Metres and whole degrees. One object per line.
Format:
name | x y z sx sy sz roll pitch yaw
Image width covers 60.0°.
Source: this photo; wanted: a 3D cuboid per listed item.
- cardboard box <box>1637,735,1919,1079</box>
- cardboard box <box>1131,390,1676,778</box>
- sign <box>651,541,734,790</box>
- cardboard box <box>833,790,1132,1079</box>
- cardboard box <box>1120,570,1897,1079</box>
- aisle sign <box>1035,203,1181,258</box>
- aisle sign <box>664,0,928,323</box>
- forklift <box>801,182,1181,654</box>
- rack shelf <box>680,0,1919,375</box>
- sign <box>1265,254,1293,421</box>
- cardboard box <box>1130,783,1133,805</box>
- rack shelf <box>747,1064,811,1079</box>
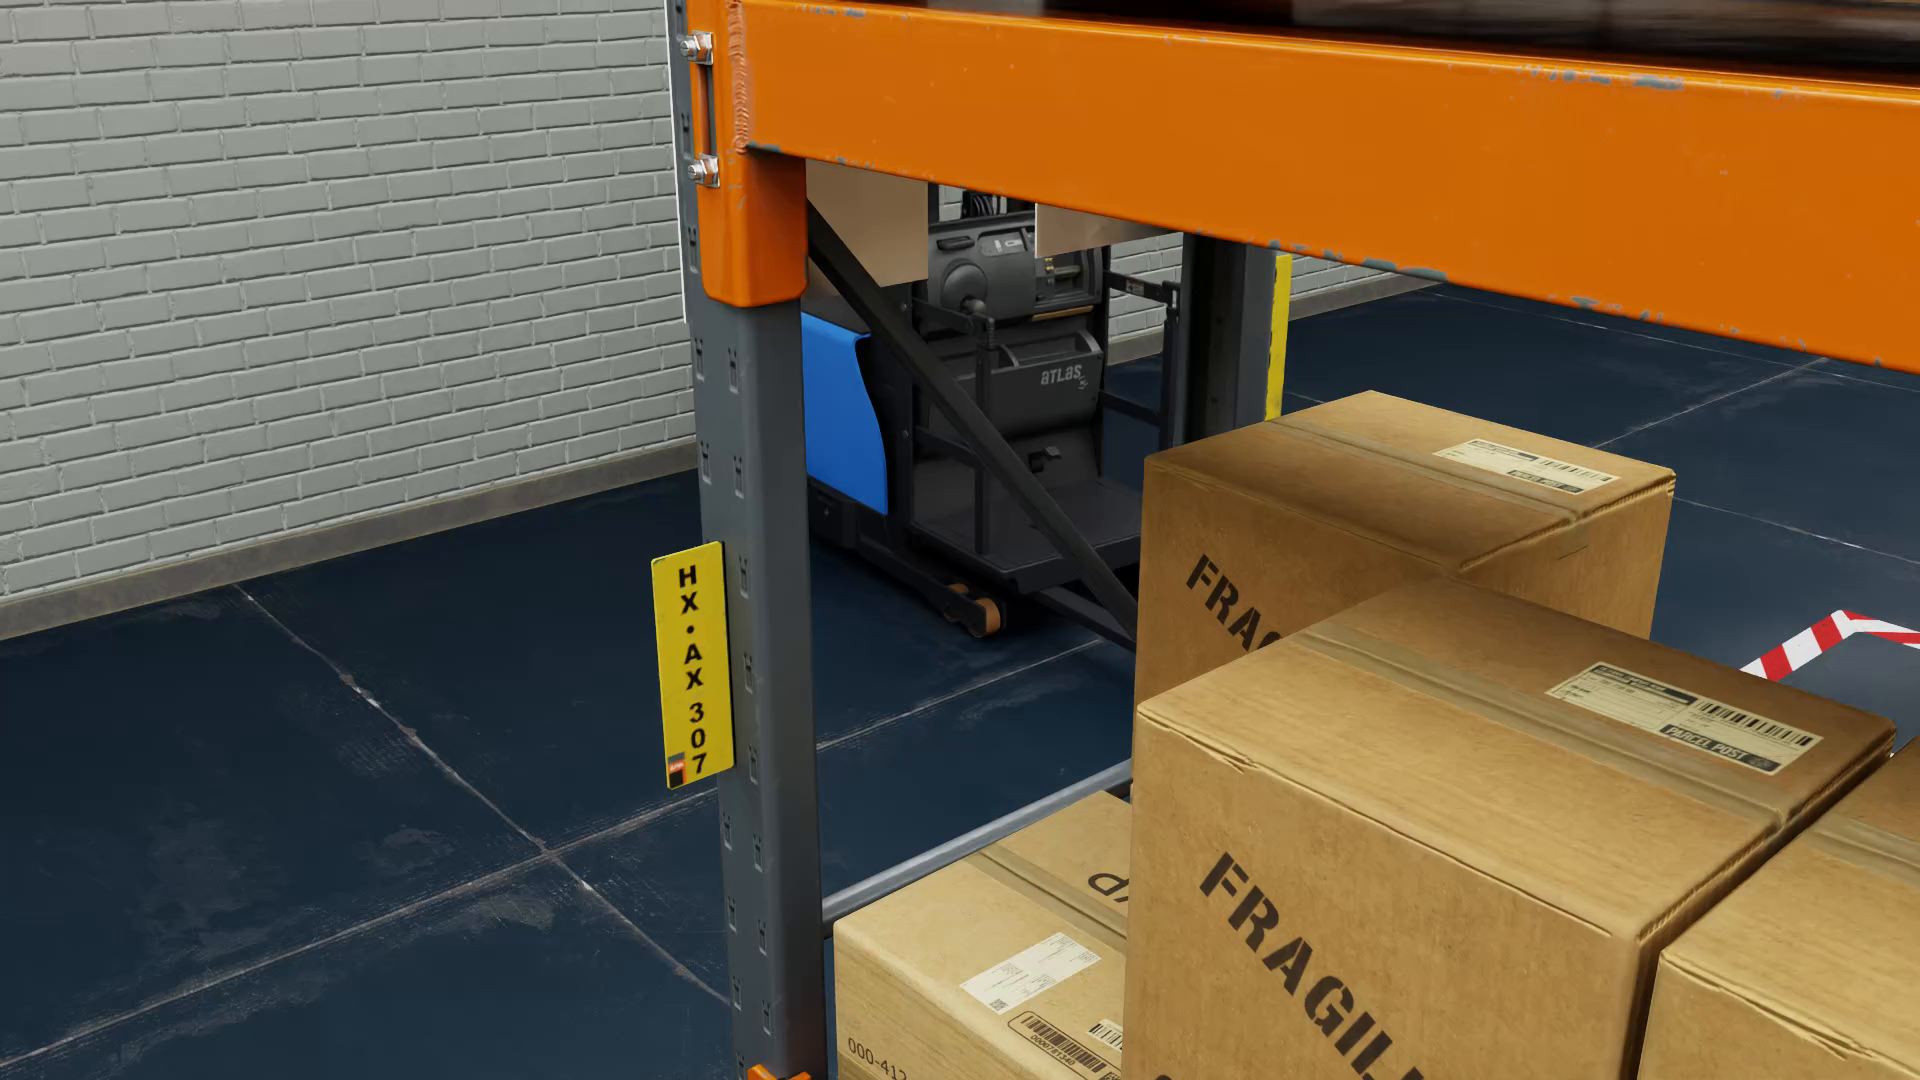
cardboard box | 0.858 0.533 1.279 0.500 0.500 0.500 -18 28 -39
cardboard box | 0.597 0.129 2.312 0.500 0.500 0.500 -17 27 -37
sign | -0.345 0.165 2.154 0.100 0.325 0.005 -17 27 -37
cardboard box | 0.189 0.603 2.130 0.500 0.250 0.500 -18 28 -39
cardboard box | 0.515 0.392 1.641 0.500 0.500 0.500 -18 28 -39
aisle sign | 0.260 -0.827 2.419 0.394 0.787 0.004 -17 27 -37
aisle sign | -0.194 -0.685 2.054 0.394 0.787 0.004 -17 27 -37
forklift | 0.344 -1.156 6.916 1.130 2.935 3.031 -14 26 -32
rack shelf | 1.385 -0.035 0.833 1.077 0.370 4.000 -17 27 -37
sign | 0.500 -0.300 2.725 0.100 0.325 0.005 -17 27 -37
cardboard box | 0.597 0.476 2.452 0.500 0.250 0.500 -18 28 -38
rack shelf | 1.385 1.362 1.380 1.077 0.370 4.000 -17 27 -37
